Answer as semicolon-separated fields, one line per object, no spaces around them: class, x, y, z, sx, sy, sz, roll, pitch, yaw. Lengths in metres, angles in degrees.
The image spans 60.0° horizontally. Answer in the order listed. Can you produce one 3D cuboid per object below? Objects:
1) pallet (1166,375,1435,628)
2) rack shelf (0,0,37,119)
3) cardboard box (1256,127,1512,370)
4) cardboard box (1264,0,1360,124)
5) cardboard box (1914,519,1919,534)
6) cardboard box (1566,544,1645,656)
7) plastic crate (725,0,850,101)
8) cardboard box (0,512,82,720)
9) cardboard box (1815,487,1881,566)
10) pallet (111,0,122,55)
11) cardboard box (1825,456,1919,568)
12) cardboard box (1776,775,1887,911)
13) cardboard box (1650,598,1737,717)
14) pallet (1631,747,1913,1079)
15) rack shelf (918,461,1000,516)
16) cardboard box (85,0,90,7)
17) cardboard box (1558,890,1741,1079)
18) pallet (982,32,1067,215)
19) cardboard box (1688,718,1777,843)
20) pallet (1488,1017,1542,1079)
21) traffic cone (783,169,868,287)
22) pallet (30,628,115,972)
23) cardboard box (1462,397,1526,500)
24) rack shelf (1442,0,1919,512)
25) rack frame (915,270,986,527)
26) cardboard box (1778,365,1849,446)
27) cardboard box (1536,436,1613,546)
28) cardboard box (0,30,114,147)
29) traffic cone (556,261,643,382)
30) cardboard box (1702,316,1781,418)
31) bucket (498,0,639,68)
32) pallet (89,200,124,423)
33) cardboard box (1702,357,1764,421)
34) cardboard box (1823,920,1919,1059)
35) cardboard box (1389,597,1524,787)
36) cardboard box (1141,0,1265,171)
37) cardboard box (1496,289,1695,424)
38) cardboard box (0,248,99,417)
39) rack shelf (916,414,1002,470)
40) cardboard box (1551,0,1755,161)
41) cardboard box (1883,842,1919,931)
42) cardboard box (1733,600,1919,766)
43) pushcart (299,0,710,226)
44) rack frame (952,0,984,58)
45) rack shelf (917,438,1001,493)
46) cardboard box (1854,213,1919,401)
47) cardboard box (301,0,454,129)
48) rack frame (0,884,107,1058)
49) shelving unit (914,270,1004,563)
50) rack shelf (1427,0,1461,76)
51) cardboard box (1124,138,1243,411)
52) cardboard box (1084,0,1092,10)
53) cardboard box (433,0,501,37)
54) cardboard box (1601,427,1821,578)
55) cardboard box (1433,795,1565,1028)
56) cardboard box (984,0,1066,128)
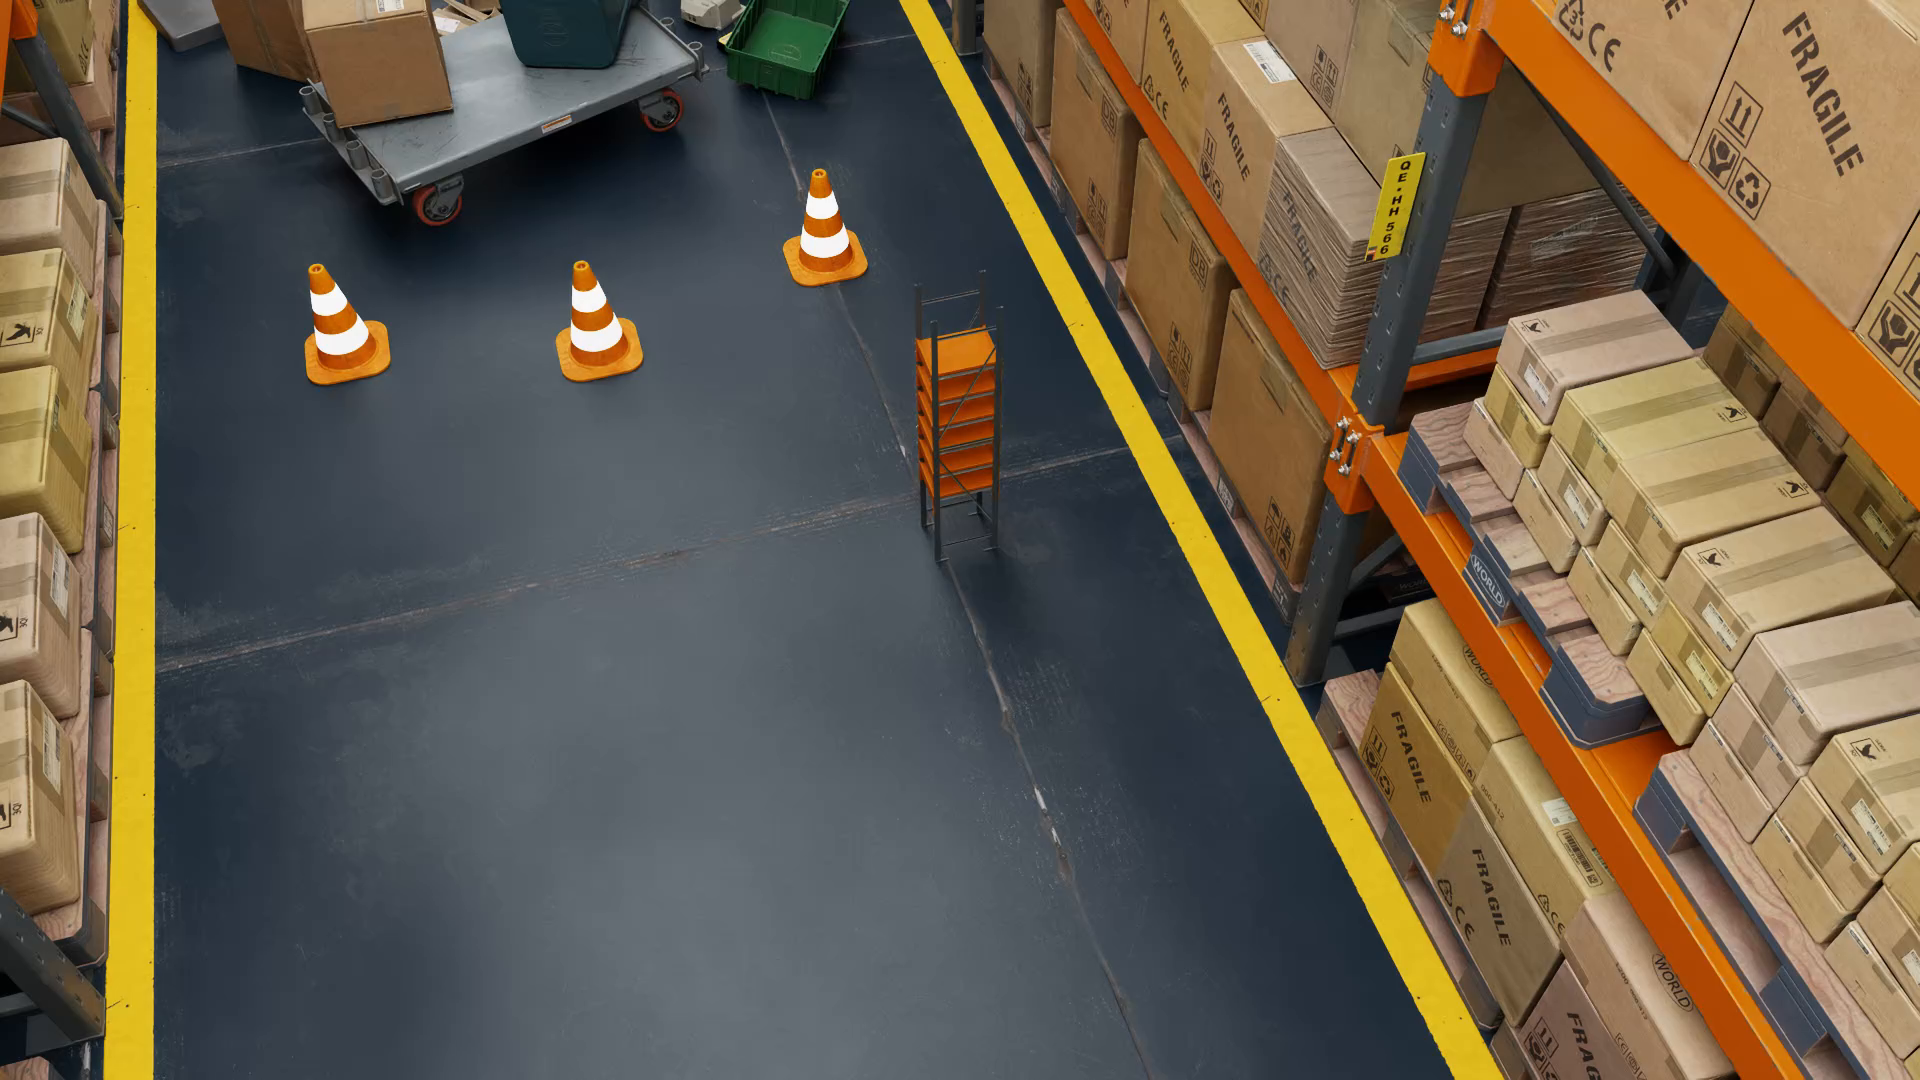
pallet;1.477;-0.295;6.360;1.003;0.211;1.213;-13;51;-11
rack shelf;-3.652;-0.637;5.295;1.077;0.370;4.000;-13;51;-11
cardboard box;1.248;-0.901;4.982;0.500;0.500;0.500;-13;51;-11
cardboard box;1.364;-1.654;4.963;0.700;0.500;0.500;-14;51;-12
cardboard box;2.453;-0.023;3.808;0.380;0.149;0.250;-12;51;-10
cardboard box;1.737;0.110;4.085;0.380;0.149;0.250;-11;51;-9
plastic crate;-0.848;-2.465;8.168;0.450;0.188;0.662;16;51;0
cardboard box;-3.444;0.352;5.435;0.950;0.372;0.625;-14;51;-12
cardboard box;2.371;-0.029;4.202;0.380;0.149;0.250;-13;51;-10
pallet;-4.840;-2.806;8.477;1.003;0.211;1.213;-13;51;-11
cardboard box;2.380;-0.107;4.073;0.380;0.149;0.250;-12;51;-10
cardboard box;1.971;0.588;3.488;0.380;0.149;0.250;-14;51;-11
cardboard box;1.828;0.223;3.795;0.380;0.149;0.250;-13;51;-11
pallet;2.263;0.898;3.657;1.003;0.211;1.213;-13;51;-11
rack shelf;-0.004;-0.214;6.018;0.258;0.103;0.180;-13;51;-11
cardboard box;-4.330;-2.700;7.598;0.500;0.500;0.500;-11;51;-10
cardboard box;1.895;1.121;4.213;0.500;0.250;0.500;-13;51;-11
pallet;0.755;-2.077;7.863;1.003;0.211;1.213;-13;51;-11
cardboard box;1.899;0.501;3.755;0.380;0.149;0.250;-12;51;-10
pallet;2.225;1.759;4.629;1.003;0.211;1.213;-13;51;-11
traffic cone;-0.591;-1.384;7.114;0.336;0.463;0.334;-13;51;-11
pallet;-3.290;0.920;5.336;1.003;0.211;1.213;-13;51;-11
cardboard box;1.578;-0.283;4.416;0.380;0.149;0.250;-14;51;-11
rack shelf;2.230;0.125;2.691;1.077;0.370;4.000;-13;51;-11
rack frame;-0.031;-0.464;5.857;0.240;1.200;0.006;-13;51;-11
cardboard box;2.293;-0.409;4.133;0.380;0.149;0.250;-14;51;-11
cardboard box;1.671;-0.155;4.114;0.380;0.149;0.250;-11;51;-9
cardboard box;-4.160;-2.070;7.557;0.500;0.250;0.500;-15;52;-13
traffic cone;-1.498;-0.937;6.737;0.336;0.463;0.334;-13;51;-11
cardboard box;2.219;-0.493;4.399;0.380;0.149;0.250;-12;51;-10
bucket;-1.787;-2.535;7.572;0.726;0.611;0.620;2;60;2
pallet;-4.012;-0.862;6.839;1.003;0.211;1.213;-13;51;-11
cardboard box;2.223;-0.399;4.514;0.380;0.149;0.250;-13;51;-10
cardboard box;2.047;0.876;3.440;0.380;0.149;0.250;-15;51;-12
cardboard box;1.611;0.386;4.832;0.500;0.250;0.500;-15;52;-13
cardboard box;0.954;-1.631;5.598;0.500;0.500;0.500;-14;51;-12
cardboard box;1.591;-0.462;4.178;0.380;0.149;0.250;-13;51;-11
cardboard box;-3.870;-0.711;6.331;0.950;0.372;0.625;-10;51;-9
rack shelf;-0.004;-0.369;5.834;0.258;0.103;0.180;-13;51;-11
cardboard box;1.553;-1.123;3.207;0.500;0.500;0.500;-13;51;-11
cardboard box;2.050;0.677;3.218;0.380;0.149;0.250;-14;51;-11
cardboard box;1.900;0.301;3.535;0.380;0.149;0.250;-11;51;-9
pushcart;-2.080;-2.036;7.720;1.648;0.377;0.936;-30;56;-23
rack frame;0.455;-3.522;7.257;1.000;3.000;0.127;-13;51;-11
rack shelf;-0.004;-0.291;5.926;0.258;0.103;0.180;-13;51;-11
cardboard box;1.860;-0.395;2.594;0.500;0.500;0.500;-13;51;-11
cardboard box;-2.552;-2.192;7.276;0.500;0.500;0.500;-13;51;-11
rack frame;-3.061;0.592;3.789;1.000;3.000;0.127;-13;51;-11
shelving unit;-0.004;-0.397;5.800;0.258;1.200;0.189;-13;51;-11
rack shelf;1.047;-2.796;5.154;1.077;0.370;4.000;-13;51;-11
cardboard box;1.282;-1.114;6.424;1.050;0.750;0.750;-13;51;-10
cardboard box;0.649;-2.375;6.225;0.500;0.500;0.500;-14;51;-11
cardboard box;-2.434;-2.528;8.208;0.396;0.266;0.258;26;55;20
cardboard box;1.740;-0.090;3.864;0.380;0.149;0.250;-14;51;-11
cardboard box;1.756;1.010;4.797;0.500;0.500;0.500;-13;51;-11
cardboard box;0.725;-2.499;7.592;1.050;0.750;0.750;-14;51;-11
